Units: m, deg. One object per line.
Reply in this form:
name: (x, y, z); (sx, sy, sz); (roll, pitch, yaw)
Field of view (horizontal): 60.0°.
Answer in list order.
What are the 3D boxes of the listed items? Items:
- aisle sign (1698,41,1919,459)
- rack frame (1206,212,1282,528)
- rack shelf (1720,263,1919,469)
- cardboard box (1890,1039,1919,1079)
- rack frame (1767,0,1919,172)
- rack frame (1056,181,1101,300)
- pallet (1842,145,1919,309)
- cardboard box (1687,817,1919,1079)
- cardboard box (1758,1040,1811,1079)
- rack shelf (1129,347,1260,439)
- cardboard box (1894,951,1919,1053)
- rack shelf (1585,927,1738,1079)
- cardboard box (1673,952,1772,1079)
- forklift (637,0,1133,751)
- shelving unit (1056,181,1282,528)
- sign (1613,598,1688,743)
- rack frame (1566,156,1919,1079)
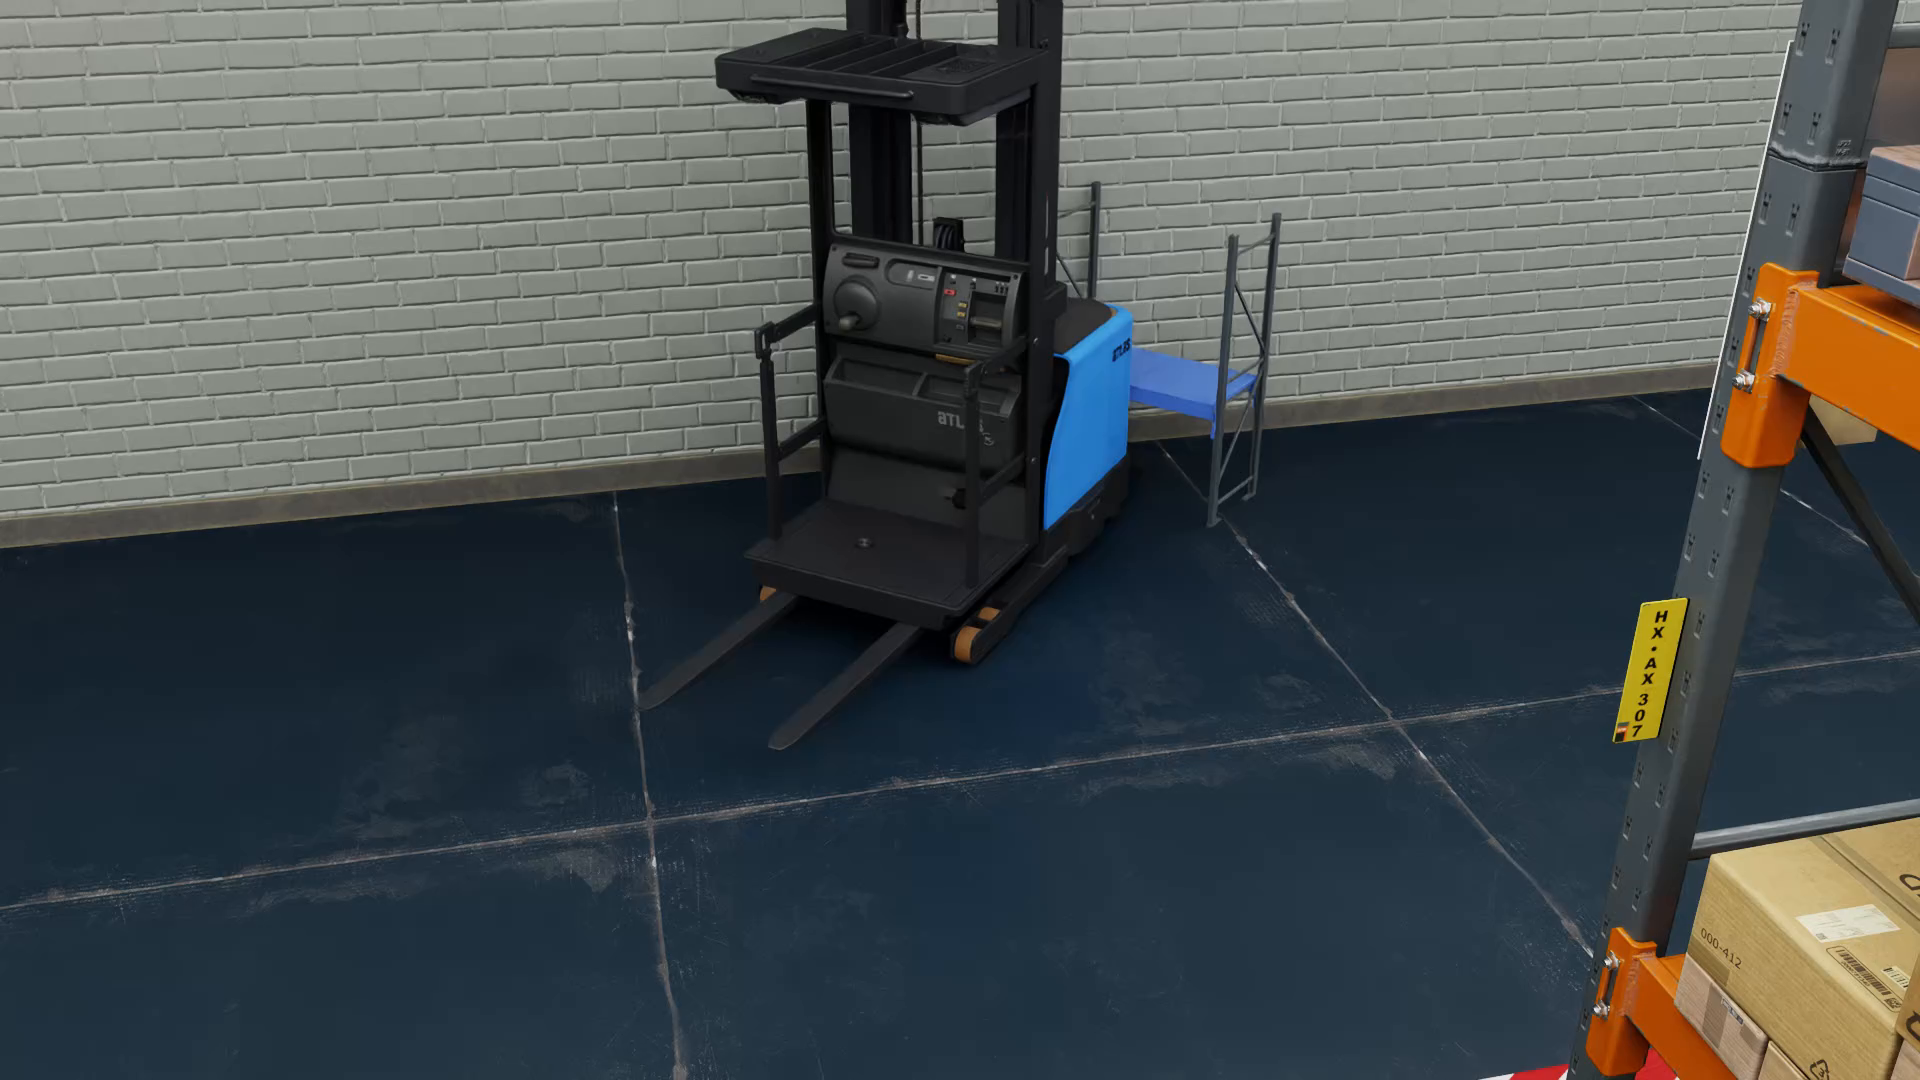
aisle sign: (1.621, -0.528, 3.082); (0.394, 0.787, 0.004); (-6, 27, -12)
rack frame: (1.401, -0.828, 8.221); (0.032, 1.500, 0.500); (18, 31, 31)
rack shelf: (2.381, 0.494, 1.413); (1.077, 0.370, 4.000); (-6, 27, -12)
cardboard box: (1.899, 1.033, 2.710); (0.500, 0.250, 0.500); (-6, 27, -12)
rack frame: (1.930, -2.045, 2.314); (1.000, 3.000, 0.127); (-6, 27, -12)
rack frame: (0.570, -1.091, 8.744); (0.032, 1.500, 0.500); (18, 31, 31)
pallet: (2.107, -0.341, 2.367); (1.003, 0.211, 1.213); (-6, 27, -12)
cardboard box: (1.775, 0.806, 3.161); (0.500, 0.250, 0.500); (-7, 28, -13)
cardboard box: (1.748, 1.047, 3.125); (0.380, 0.149, 0.250); (-6, 27, -12)
rack shelf: (0.985, -0.798, 8.562); (1.000, 0.185, 0.538); (18, 31, 31)
cardboard box: (1.888, 0.691, 2.557); (0.500, 0.500, 0.500); (-7, 28, -13)
rack shelf: (2.381, 1.833, 2.089); (1.077, 0.370, 4.000); (-6, 27, -12)
cardboard box: (1.688, 0.935, 3.347); (0.380, 0.149, 0.250); (-6, 27, -11)
forklift: (-0.267, -1.000, 6.977); (1.130, 2.935, 3.031); (13, 30, 24)
shelving unit: (0.985, -0.960, 8.482); (1.048, 1.500, 0.538); (18, 31, 31)
sign: (1.388, 0.265, 3.347); (0.100, 0.325, 0.005); (-6, 27, -12)
rack frame: (1.930, 0.633, 3.666); (1.000, 3.000, 0.127); (-6, 27, -12)
